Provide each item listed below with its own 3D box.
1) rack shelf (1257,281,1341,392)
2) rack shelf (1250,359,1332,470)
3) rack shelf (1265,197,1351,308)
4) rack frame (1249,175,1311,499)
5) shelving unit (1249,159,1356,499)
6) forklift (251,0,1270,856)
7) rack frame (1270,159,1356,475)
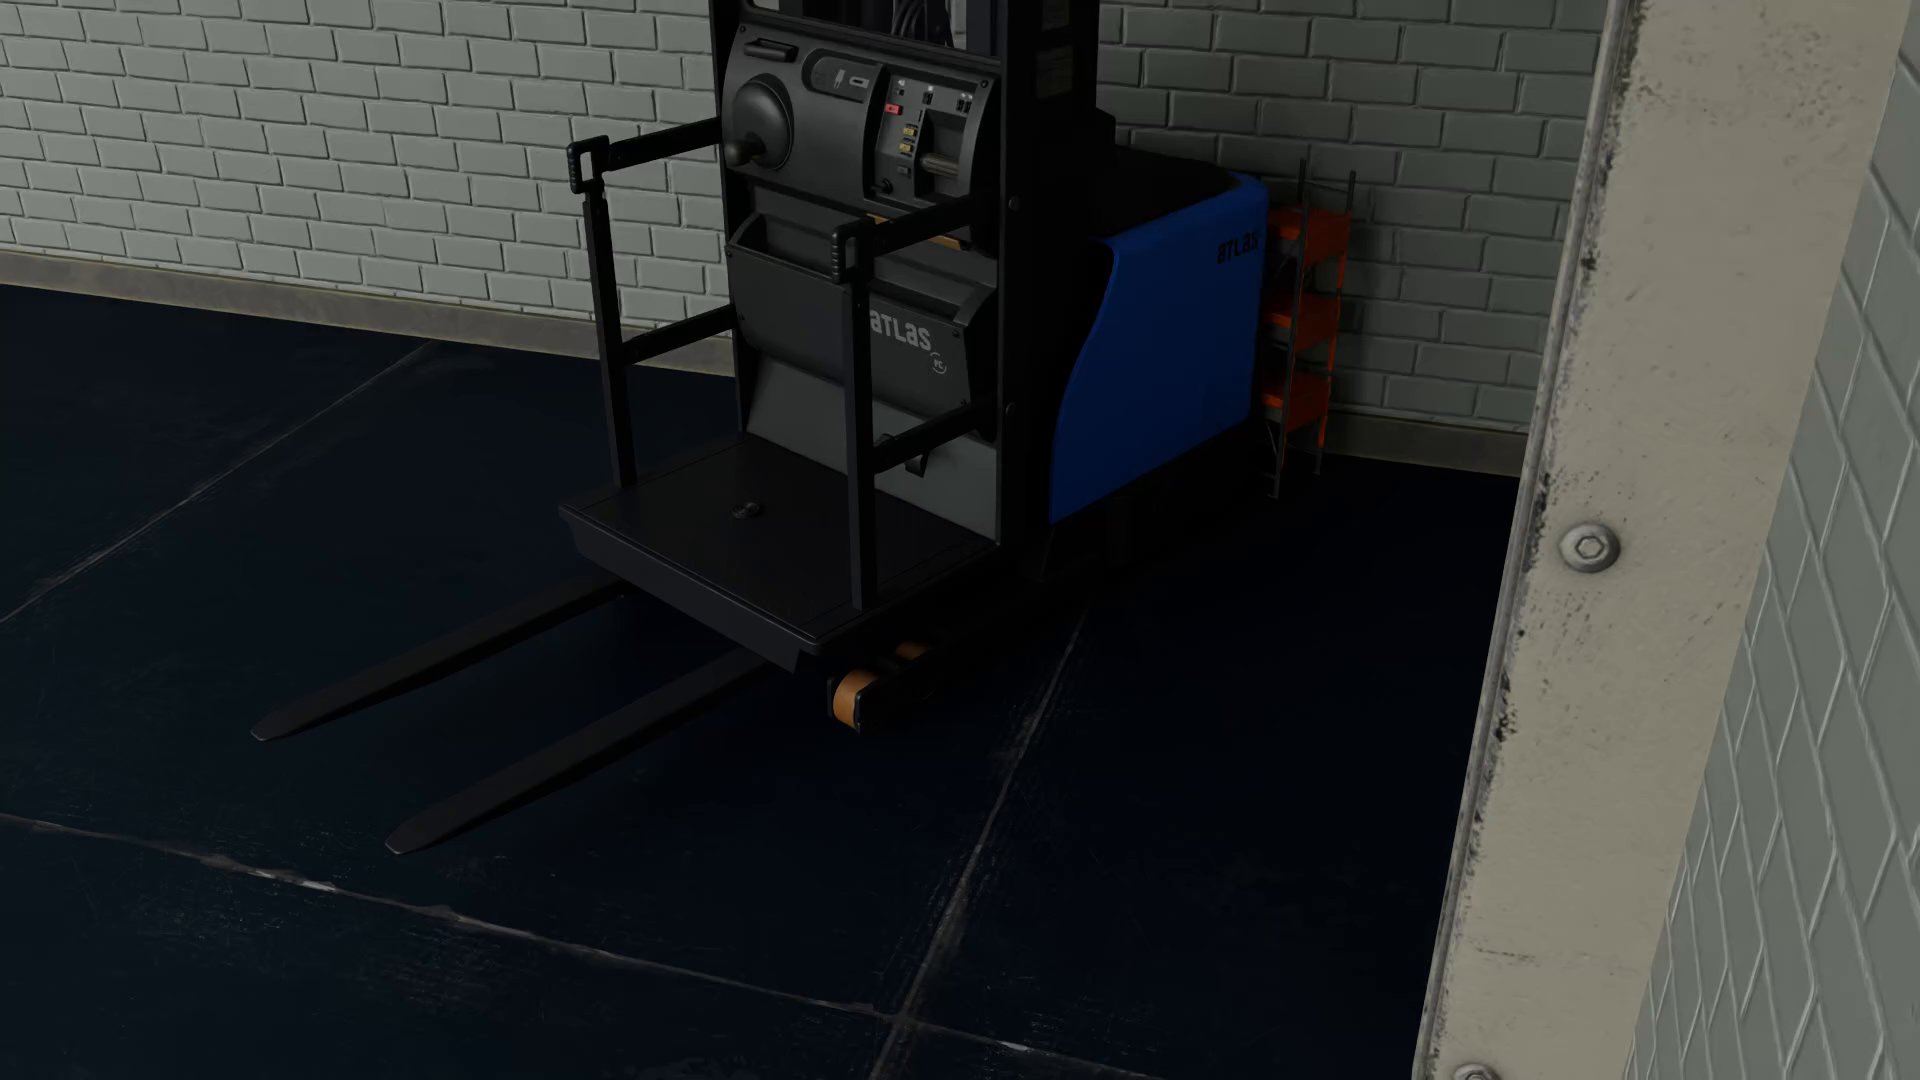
[{"bbox_3d":[1.064,-0.661,5.380,0.215,0.259,0.240,26,38,38],"label":"rack shelf"},{"bbox_3d":[1.064,-0.418,5.515,0.215,0.259,0.240,26,38,38],"label":"rack shelf"},{"bbox_3d":[1.064,-0.909,5.242,0.215,0.259,0.240,26,38,38],"label":"rack shelf"},{"bbox_3d":[0.979,-0.628,5.299,0.200,1.050,0.008,26,38,38],"label":"rack frame"},{"bbox_3d":[1.064,-0.670,5.375,0.215,1.050,0.252,26,38,38],"label":"shelving unit"},{"bbox_3d":[-0.423,-1.059,4.139,1.130,2.935,3.031,24,37,36],"label":"forklift"},{"bbox_3d":[1.150,-0.712,5.451,0.200,1.050,0.008,26,38,38],"label":"rack frame"}]
